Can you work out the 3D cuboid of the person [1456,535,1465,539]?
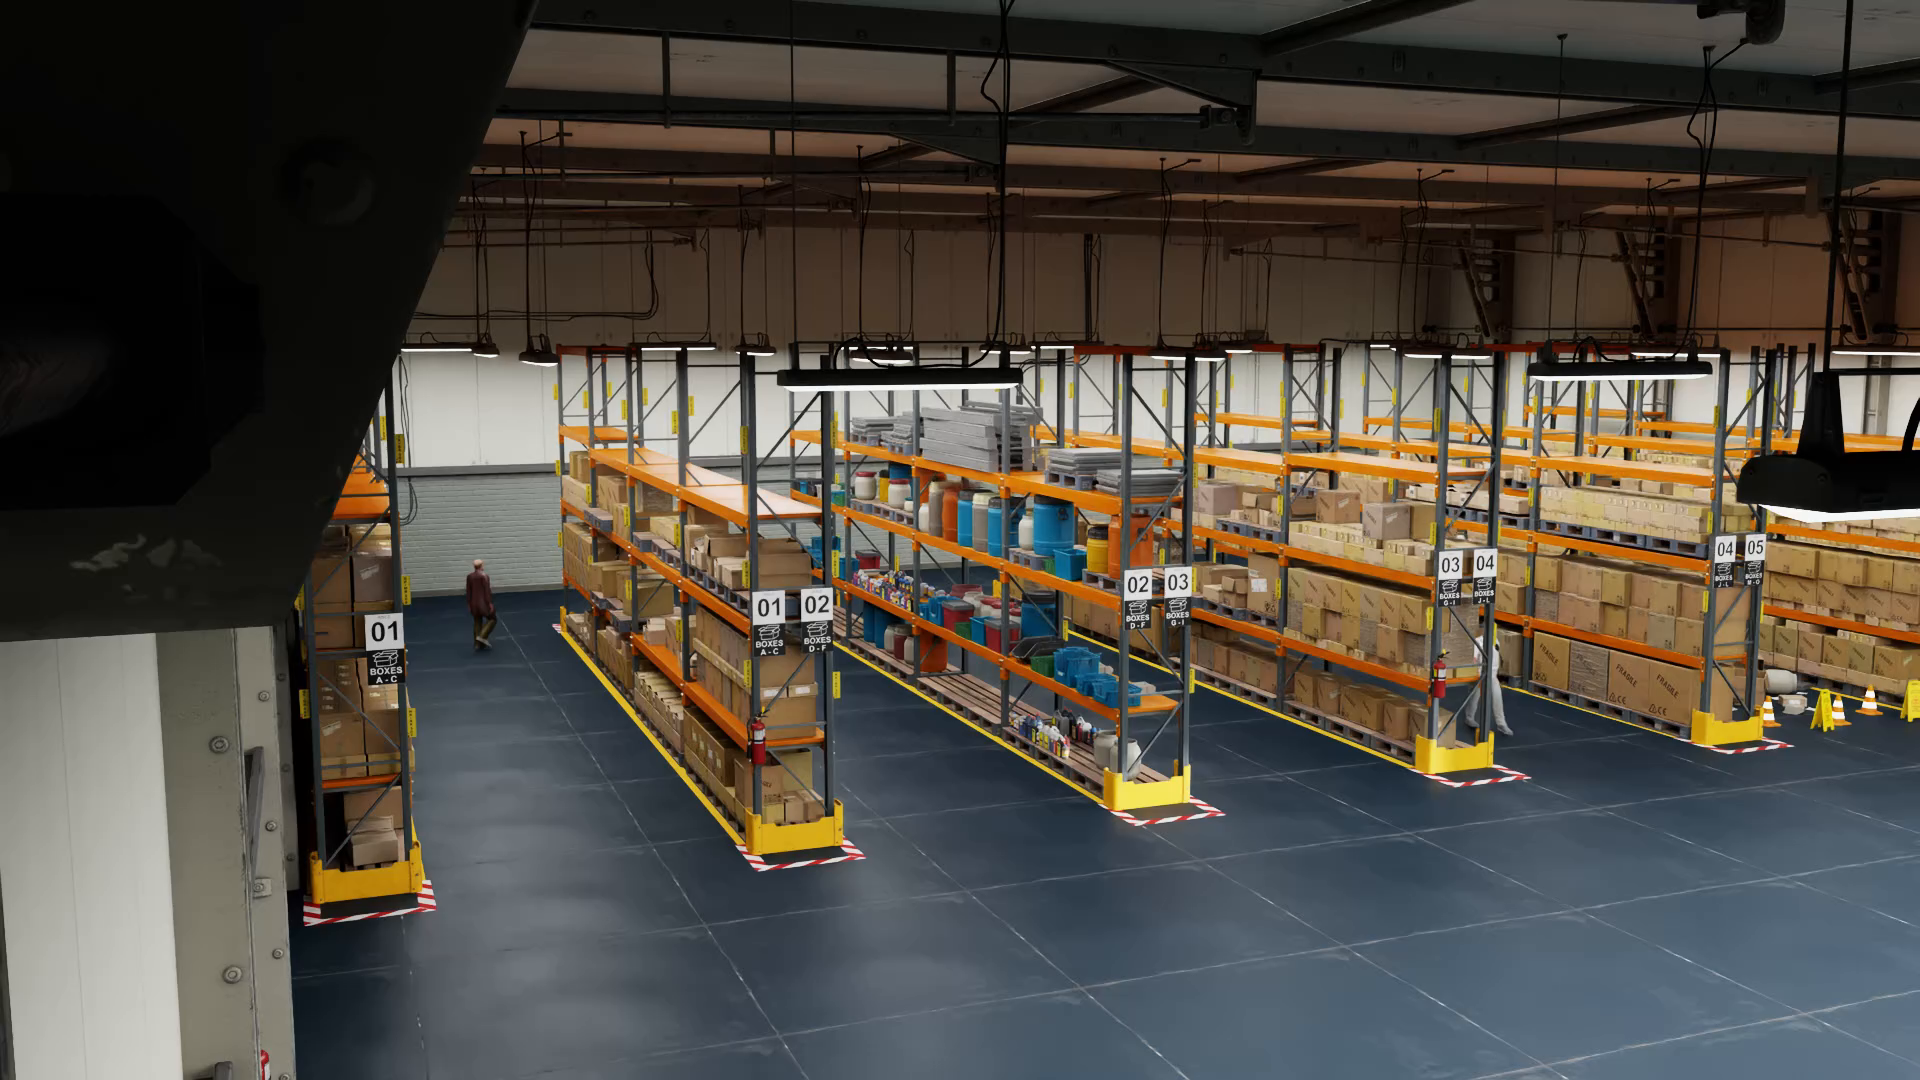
[{"bbox_3d":[11.121,0.773,36.762,0.541,1.767,0.537,7,10,43],"label":"person"}]

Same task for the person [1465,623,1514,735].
[{"bbox_3d":[8.284,2.141,26.123,0.553,1.718,0.919,-1,7,-11],"label":"person"}]

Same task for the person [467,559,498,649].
[{"bbox_3d":[-9.508,1.271,32.921,0.627,1.781,0.561,3,8,23],"label":"person"}]
